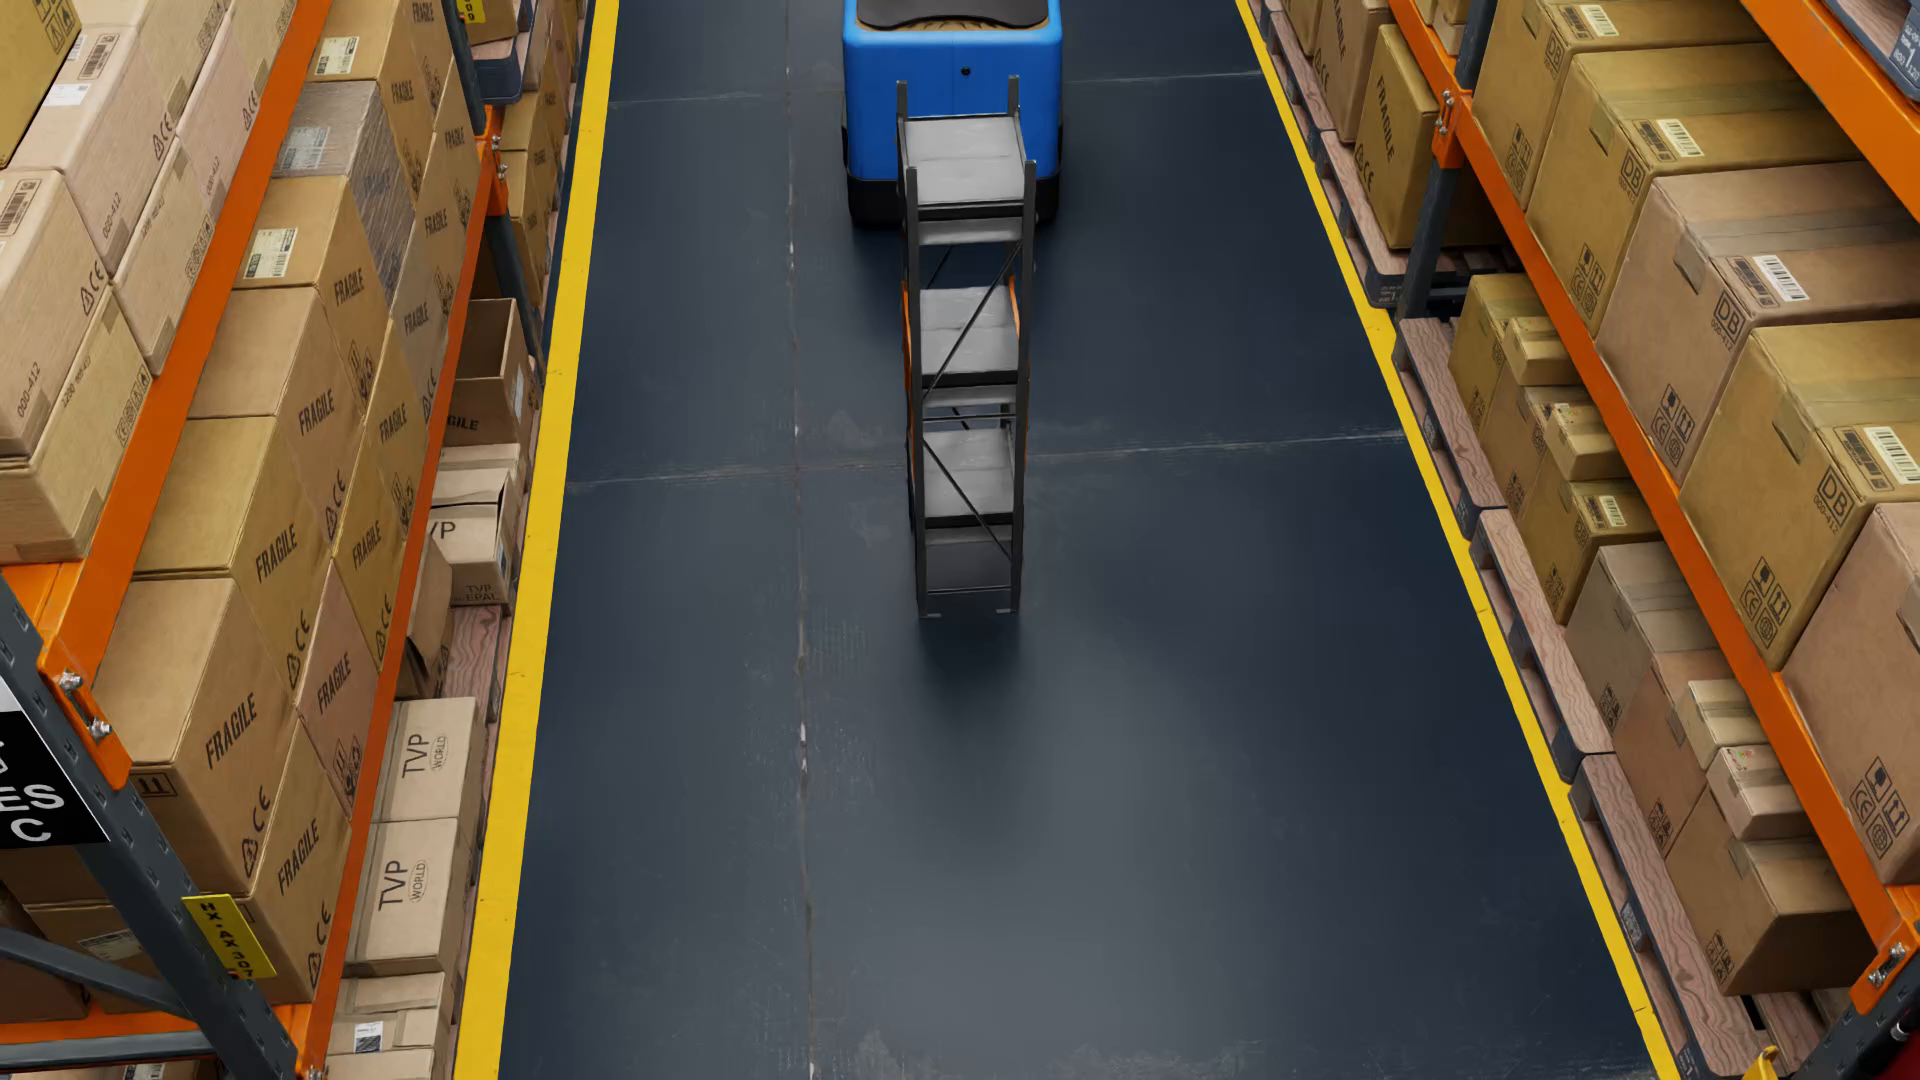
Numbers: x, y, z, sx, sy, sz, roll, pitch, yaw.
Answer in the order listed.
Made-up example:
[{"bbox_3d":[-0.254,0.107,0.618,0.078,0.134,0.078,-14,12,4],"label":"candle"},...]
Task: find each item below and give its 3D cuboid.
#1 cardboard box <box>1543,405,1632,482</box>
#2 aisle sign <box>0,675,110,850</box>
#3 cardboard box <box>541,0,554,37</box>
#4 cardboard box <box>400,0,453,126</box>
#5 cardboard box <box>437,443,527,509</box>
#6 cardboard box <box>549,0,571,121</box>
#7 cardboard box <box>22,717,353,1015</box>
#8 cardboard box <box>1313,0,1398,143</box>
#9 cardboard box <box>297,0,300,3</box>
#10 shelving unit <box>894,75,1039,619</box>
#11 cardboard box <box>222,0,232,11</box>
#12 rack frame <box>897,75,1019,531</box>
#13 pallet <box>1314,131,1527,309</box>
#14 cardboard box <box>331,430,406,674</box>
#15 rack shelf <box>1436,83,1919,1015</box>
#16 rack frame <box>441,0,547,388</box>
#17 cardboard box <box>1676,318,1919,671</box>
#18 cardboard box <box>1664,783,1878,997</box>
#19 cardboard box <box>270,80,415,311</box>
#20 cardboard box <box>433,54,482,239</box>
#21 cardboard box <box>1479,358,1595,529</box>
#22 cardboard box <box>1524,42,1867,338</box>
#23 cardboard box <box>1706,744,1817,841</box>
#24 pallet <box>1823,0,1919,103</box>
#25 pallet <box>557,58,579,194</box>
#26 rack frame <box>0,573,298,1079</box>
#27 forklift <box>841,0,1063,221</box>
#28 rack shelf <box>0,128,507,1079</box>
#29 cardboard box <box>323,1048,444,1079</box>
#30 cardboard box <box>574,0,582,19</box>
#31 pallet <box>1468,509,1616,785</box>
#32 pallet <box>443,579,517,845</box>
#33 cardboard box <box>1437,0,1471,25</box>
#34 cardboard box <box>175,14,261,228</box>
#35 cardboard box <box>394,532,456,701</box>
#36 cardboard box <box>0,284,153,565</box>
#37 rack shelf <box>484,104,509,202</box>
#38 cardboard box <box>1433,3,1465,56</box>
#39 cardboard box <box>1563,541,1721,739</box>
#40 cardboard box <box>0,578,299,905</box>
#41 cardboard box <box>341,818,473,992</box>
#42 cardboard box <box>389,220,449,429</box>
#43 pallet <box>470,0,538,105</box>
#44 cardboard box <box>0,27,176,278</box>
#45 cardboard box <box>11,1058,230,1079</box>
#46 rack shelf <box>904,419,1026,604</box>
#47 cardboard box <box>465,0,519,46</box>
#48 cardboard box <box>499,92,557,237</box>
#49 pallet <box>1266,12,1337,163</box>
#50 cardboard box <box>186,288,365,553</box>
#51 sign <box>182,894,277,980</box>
[{"bbox_3d":[2.399,-0.366,6.153,0.380,0.149,0.250,-5,47,-4],"label":"cardboard box"},{"bbox_3d":[-1.755,0.294,2.752,0.394,0.787,0.004,-3,47,-3],"label":"aisle sign"},{"bbox_3d":[-2.312,-2.739,8.317,0.500,0.250,0.500,-4,47,-4],"label":"cardboard box"},{"bbox_3d":[-2.087,-1.766,5.736,0.500,0.500,0.500,-3,47,-3],"label":"cardboard box"},{"bbox_3d":[-1.966,-0.246,6.714,0.380,0.149,0.250,-3,47,-3],"label":"cardboard box"},{"bbox_3d":[-2.317,-2.508,8.614,0.500,0.500,0.500,-5,47,-5],"label":"cardboard box"},{"bbox_3d":[-1.827,0.785,4.009,0.500,0.500,0.500,-3,47,-2],"label":"cardboard box"},{"bbox_3d":[2.287,-2.552,8.429,0.750,0.750,0.750,-2,47,-2],"label":"cardboard box"},{"bbox_3d":[-2.000,-1.659,4.429,0.500,0.250,0.500,-3,47,-3],"label":"cardboard box"},{"bbox_3d":[0.014,-0.602,6.011,0.431,2.100,0.503,-3,47,-3],"label":"shelving unit"},{"bbox_3d":[-1.957,-1.469,3.905,0.500,0.250,0.500,-3,47,-3],"label":"cardboard box"},{"bbox_3d":[-0.007,-0.779,6.178,0.400,2.100,0.015,-3,47,-3],"label":"rack frame"},{"bbox_3d":[2.409,-1.637,8.291,1.003,0.211,1.213,-3,47,-3],"label":"pallet"},{"bbox_3d":[-1.915,0.048,4.706,0.500,0.500,0.500,-4,47,-3],"label":"cardboard box"},{"bbox_3d":[2.716,-0.347,5.645,1.077,0.370,4.000,-3,47,-3],"label":"rack shelf"},{"bbox_3d":[-2.388,-1.738,6.467,1.000,3.000,0.127,-3,47,-3],"label":"rack frame"},{"bbox_3d":[2.758,-0.145,4.751,0.980,0.700,0.700,-4,47,-4],"label":"cardboard box"},{"bbox_3d":[2.725,1.067,5.242,0.700,0.500,0.500,-3,47,-3],"label":"cardboard box"},{"bbox_3d":[-2.000,-1.031,5.039,0.500,0.500,0.500,-3,47,-3],"label":"cardboard box"},{"bbox_3d":[-2.090,-1.426,6.103,0.500,0.500,0.500,-3,47,-3],"label":"cardboard box"},{"bbox_3d":[2.547,-0.416,6.647,0.700,0.500,0.500,-4,47,-4],"label":"cardboard box"},{"bbox_3d":[2.633,-1.223,5.772,0.980,0.700,0.700,-5,47,-4],"label":"cardboard box"},{"bbox_3d":[2.532,0.762,5.084,0.380,0.149,0.250,-4,47,-4],"label":"cardboard box"},{"bbox_3d":[2.705,-1.570,4.302,1.003,0.211,1.213,-3,47,-3],"label":"pallet"},{"bbox_3d":[-2.599,-2.250,8.872,1.003,0.211,1.213,-3,47,-3],"label":"pallet"},{"bbox_3d":[-2.053,1.156,3.726,1.000,3.000,0.127,-3,47,-3],"label":"rack frame"},{"bbox_3d":[-0.054,-3.650,8.325,1.130,2.935,3.031,-1,47,-1],"label":"forklift"},{"bbox_3d":[-2.220,-0.044,5.357,1.077,0.370,4.000,-3,47,-3],"label":"rack shelf"},{"bbox_3d":[-1.746,1.661,4.908,0.380,0.149,0.250,-3,47,-3],"label":"cardboard box"},{"bbox_3d":[-2.410,-3.261,9.328,0.500,0.500,0.500,-2,47,-2],"label":"cardboard box"},{"bbox_3d":[2.639,0.357,6.403,1.003,0.211,1.213,-3,47,-3],"label":"pallet"},{"bbox_3d":[-2.226,0.603,6.171,1.003,0.211,1.213,-3,47,-3],"label":"pallet"},{"bbox_3d":[2.258,-2.504,6.905,0.500,0.500,0.500,-4,47,-4],"label":"cardboard box"},{"bbox_3d":[-1.915,-0.935,3.744,0.500,0.250,0.500,-3,47,-3],"label":"cardboard box"},{"bbox_3d":[-2.225,0.328,5.926,0.797,0.503,0.637,-3,47,-3],"label":"cardboard box"},{"bbox_3d":[-1.843,-0.211,3.058,0.500,0.250,0.500,-3,47,-3],"label":"cardboard box"},{"bbox_3d":[-2.555,-2.938,8.098,1.077,0.370,4.000,-3,47,-3],"label":"rack shelf"},{"bbox_3d":[2.238,-2.190,7.054,0.380,0.149,0.250,-3,47,-3],"label":"cardboard box"},{"bbox_3d":[2.640,0.341,5.930,0.700,0.500,0.500,-5,47,-5],"label":"cardboard box"},{"bbox_3d":[-1.827,0.441,3.646,0.500,0.500,0.500,-2,47,-2],"label":"cardboard box"},{"bbox_3d":[-1.858,1.178,5.296,0.500,0.250,0.500,-3,47,-3],"label":"cardboard box"},{"bbox_3d":[-2.000,-0.682,5.398,0.500,0.500,0.500,-3,47,-2],"label":"cardboard box"},{"bbox_3d":[-2.346,-2.257,7.090,1.003,0.211,1.213,-3,47,-3],"label":"pallet"},{"bbox_3d":[-1.871,-0.746,3.220,0.500,0.250,0.500,-3,47,-3],"label":"cardboard box"},{"bbox_3d":[-2.344,1.486,4.832,0.500,0.500,0.500,-3,47,-3],"label":"cardboard box"},{"bbox_3d":[0.014,-0.112,6.529,0.431,0.518,0.480,-3,47,-3],"label":"rack shelf"},{"bbox_3d":[-2.205,-2.273,6.615,0.700,0.500,0.500,-18,49,-16],"label":"cardboard box"},{"bbox_3d":[-2.241,-1.780,7.925,0.500,0.500,0.500,-3,47,-3],"label":"cardboard box"},{"bbox_3d":[2.303,-2.521,9.129,1.003,0.211,1.213,-3,47,-3],"label":"pallet"},{"bbox_3d":[-1.916,-0.299,4.347,0.500,0.500,0.500,-3,47,-3],"label":"cardboard box"},{"bbox_3d":[-1.512,0.825,3.443,0.100,0.325,0.005,-3,47,-3],"label":"sign"}]
